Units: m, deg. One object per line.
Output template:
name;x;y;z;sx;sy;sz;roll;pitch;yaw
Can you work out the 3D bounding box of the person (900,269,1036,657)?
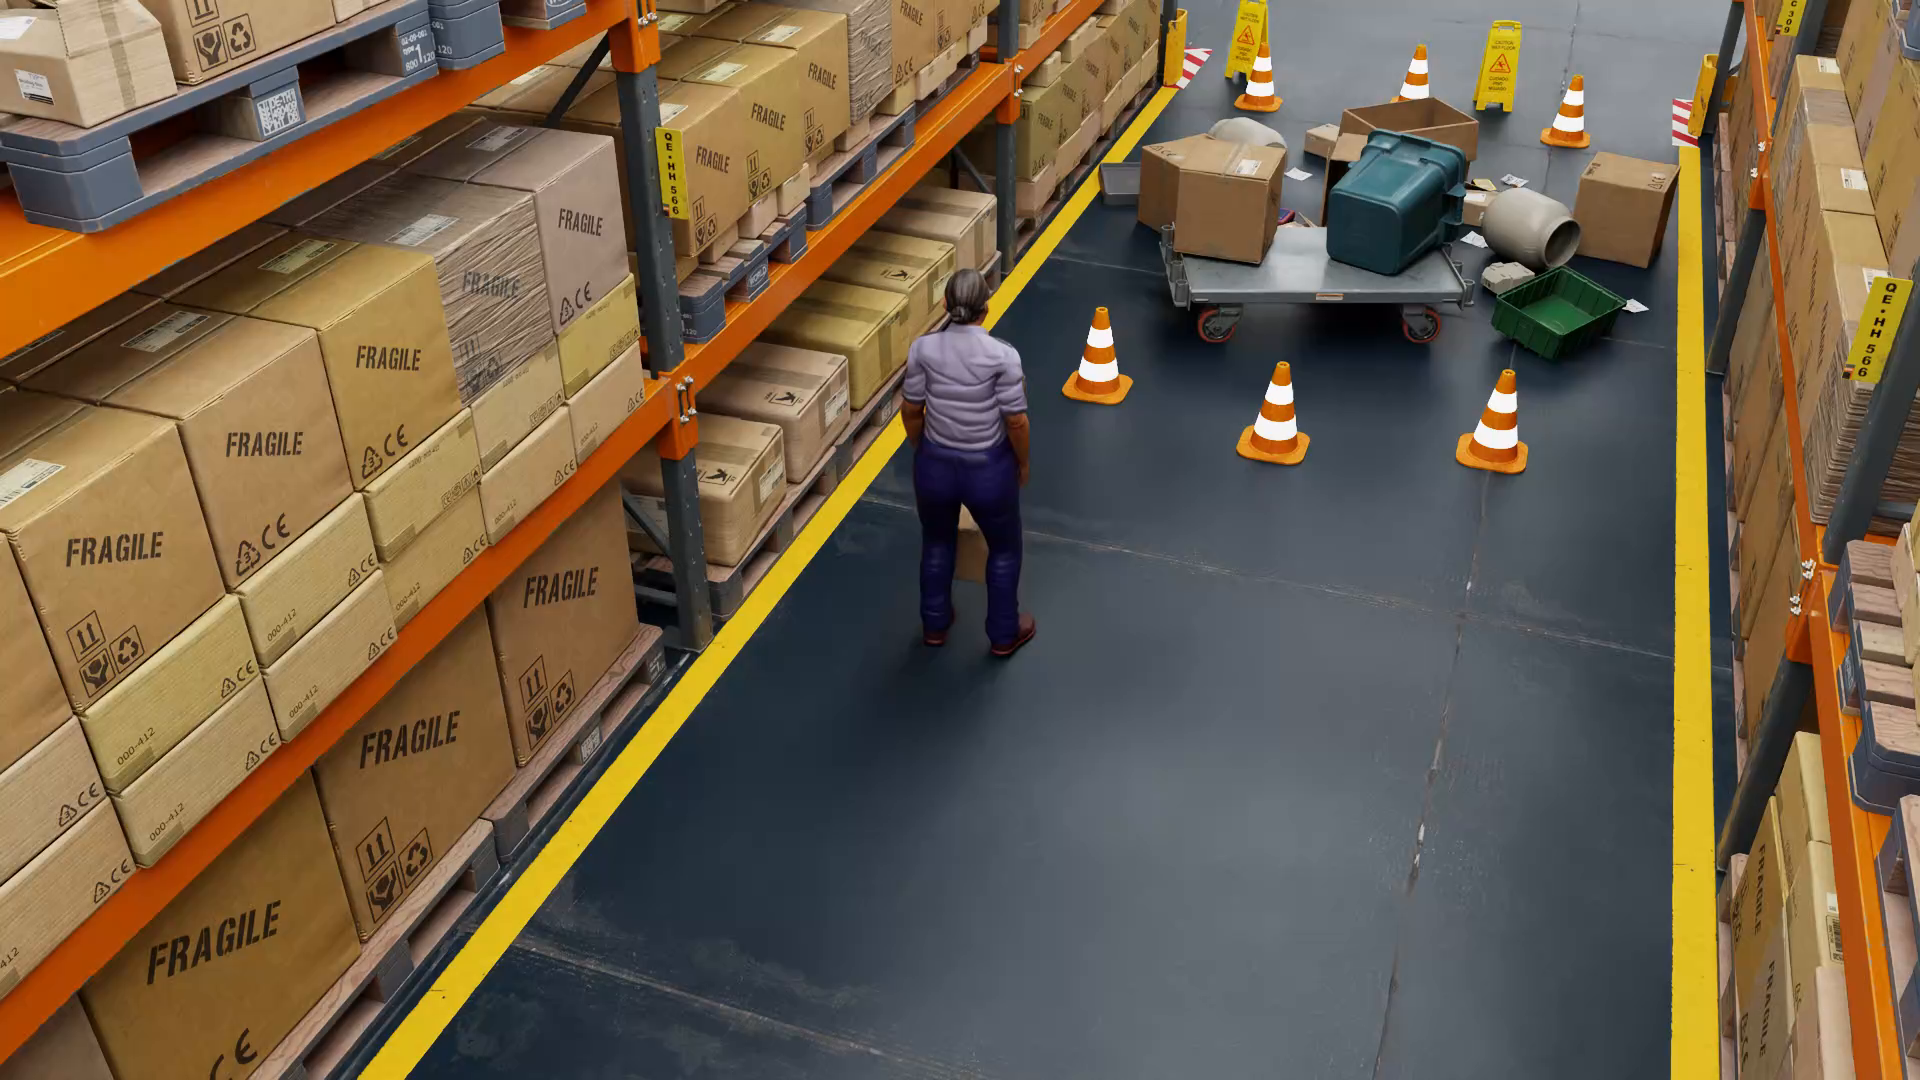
person;0.036;-0.277;6.569;0.532;1.650;0.368;9;34;13
